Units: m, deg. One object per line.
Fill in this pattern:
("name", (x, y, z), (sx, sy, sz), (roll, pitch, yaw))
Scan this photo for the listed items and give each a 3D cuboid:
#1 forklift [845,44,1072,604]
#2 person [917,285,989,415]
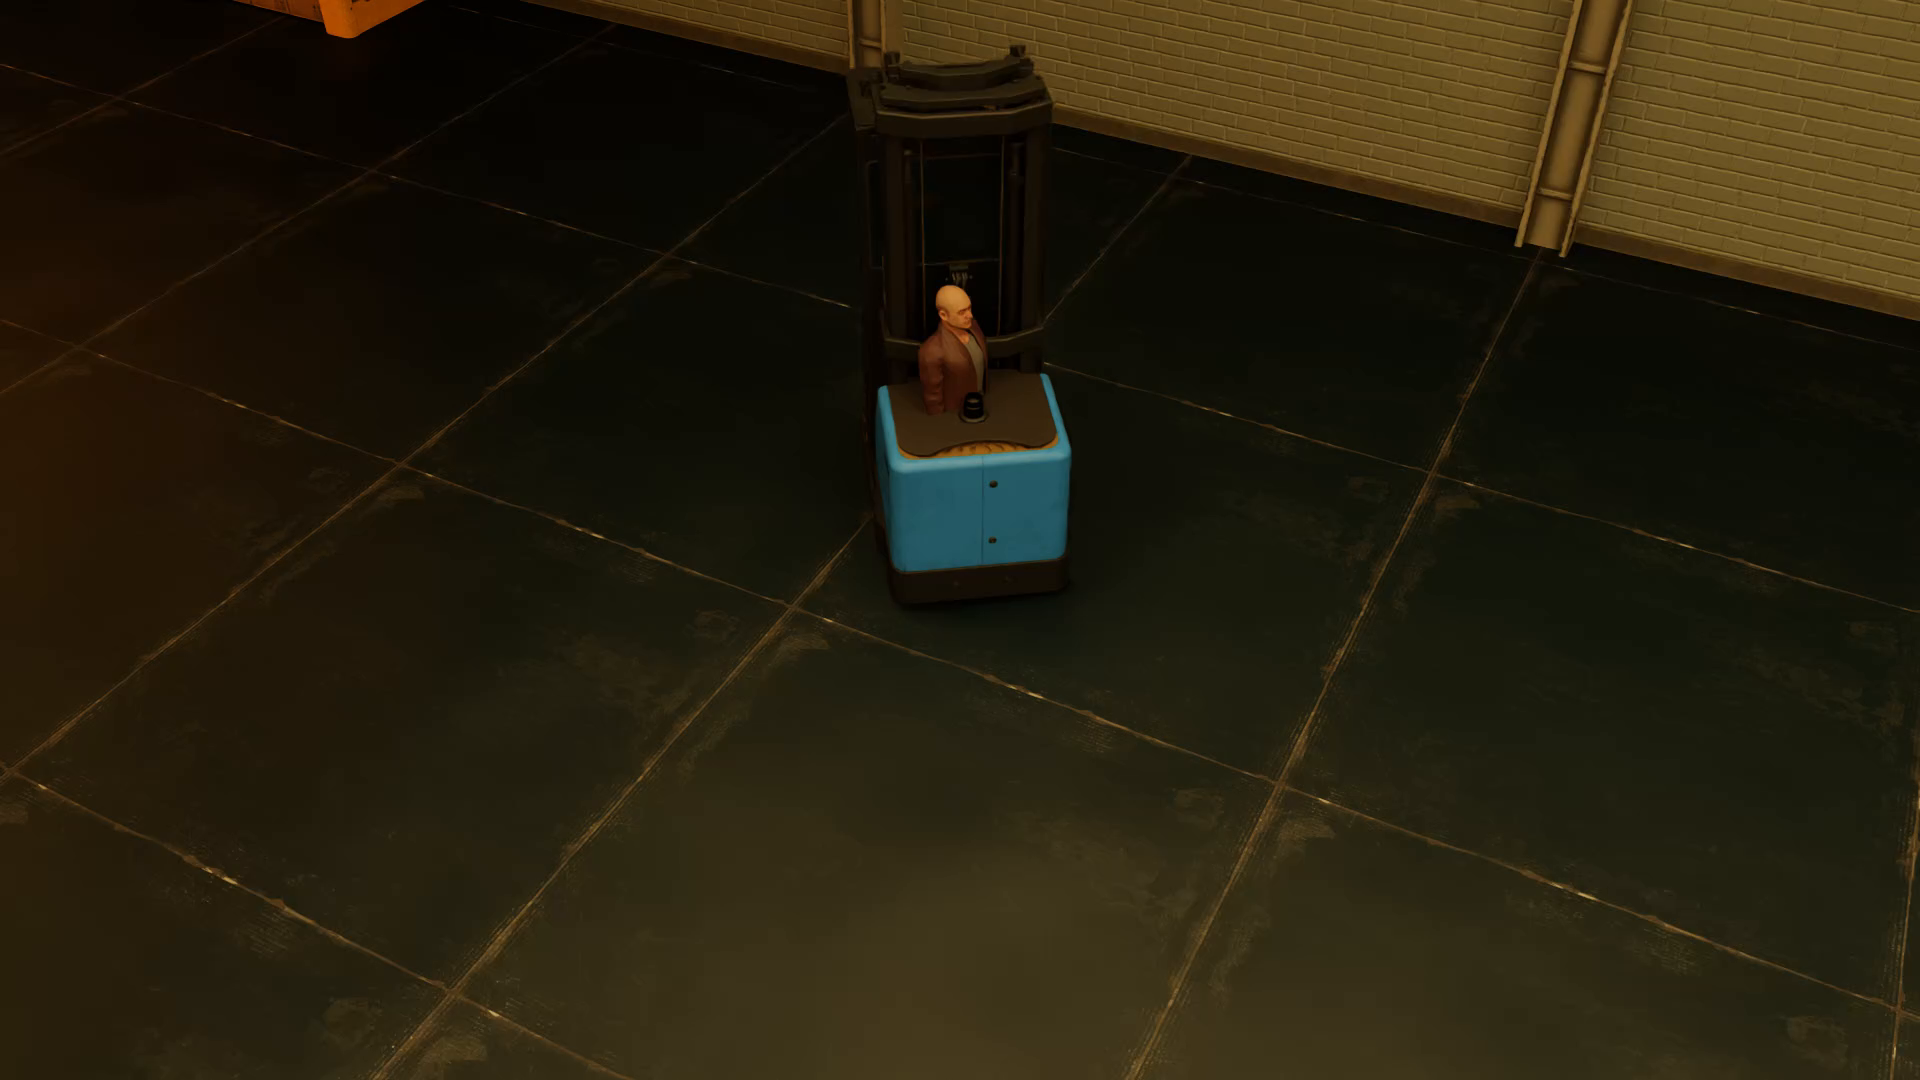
("forklift", (-0.070, -1.694, 9.998), (1.130, 2.935, 3.031), (-5, 40, -6))
("person", (-0.007, -0.723, 9.674), (0.326, 1.704, 0.551), (18, 43, 21))
